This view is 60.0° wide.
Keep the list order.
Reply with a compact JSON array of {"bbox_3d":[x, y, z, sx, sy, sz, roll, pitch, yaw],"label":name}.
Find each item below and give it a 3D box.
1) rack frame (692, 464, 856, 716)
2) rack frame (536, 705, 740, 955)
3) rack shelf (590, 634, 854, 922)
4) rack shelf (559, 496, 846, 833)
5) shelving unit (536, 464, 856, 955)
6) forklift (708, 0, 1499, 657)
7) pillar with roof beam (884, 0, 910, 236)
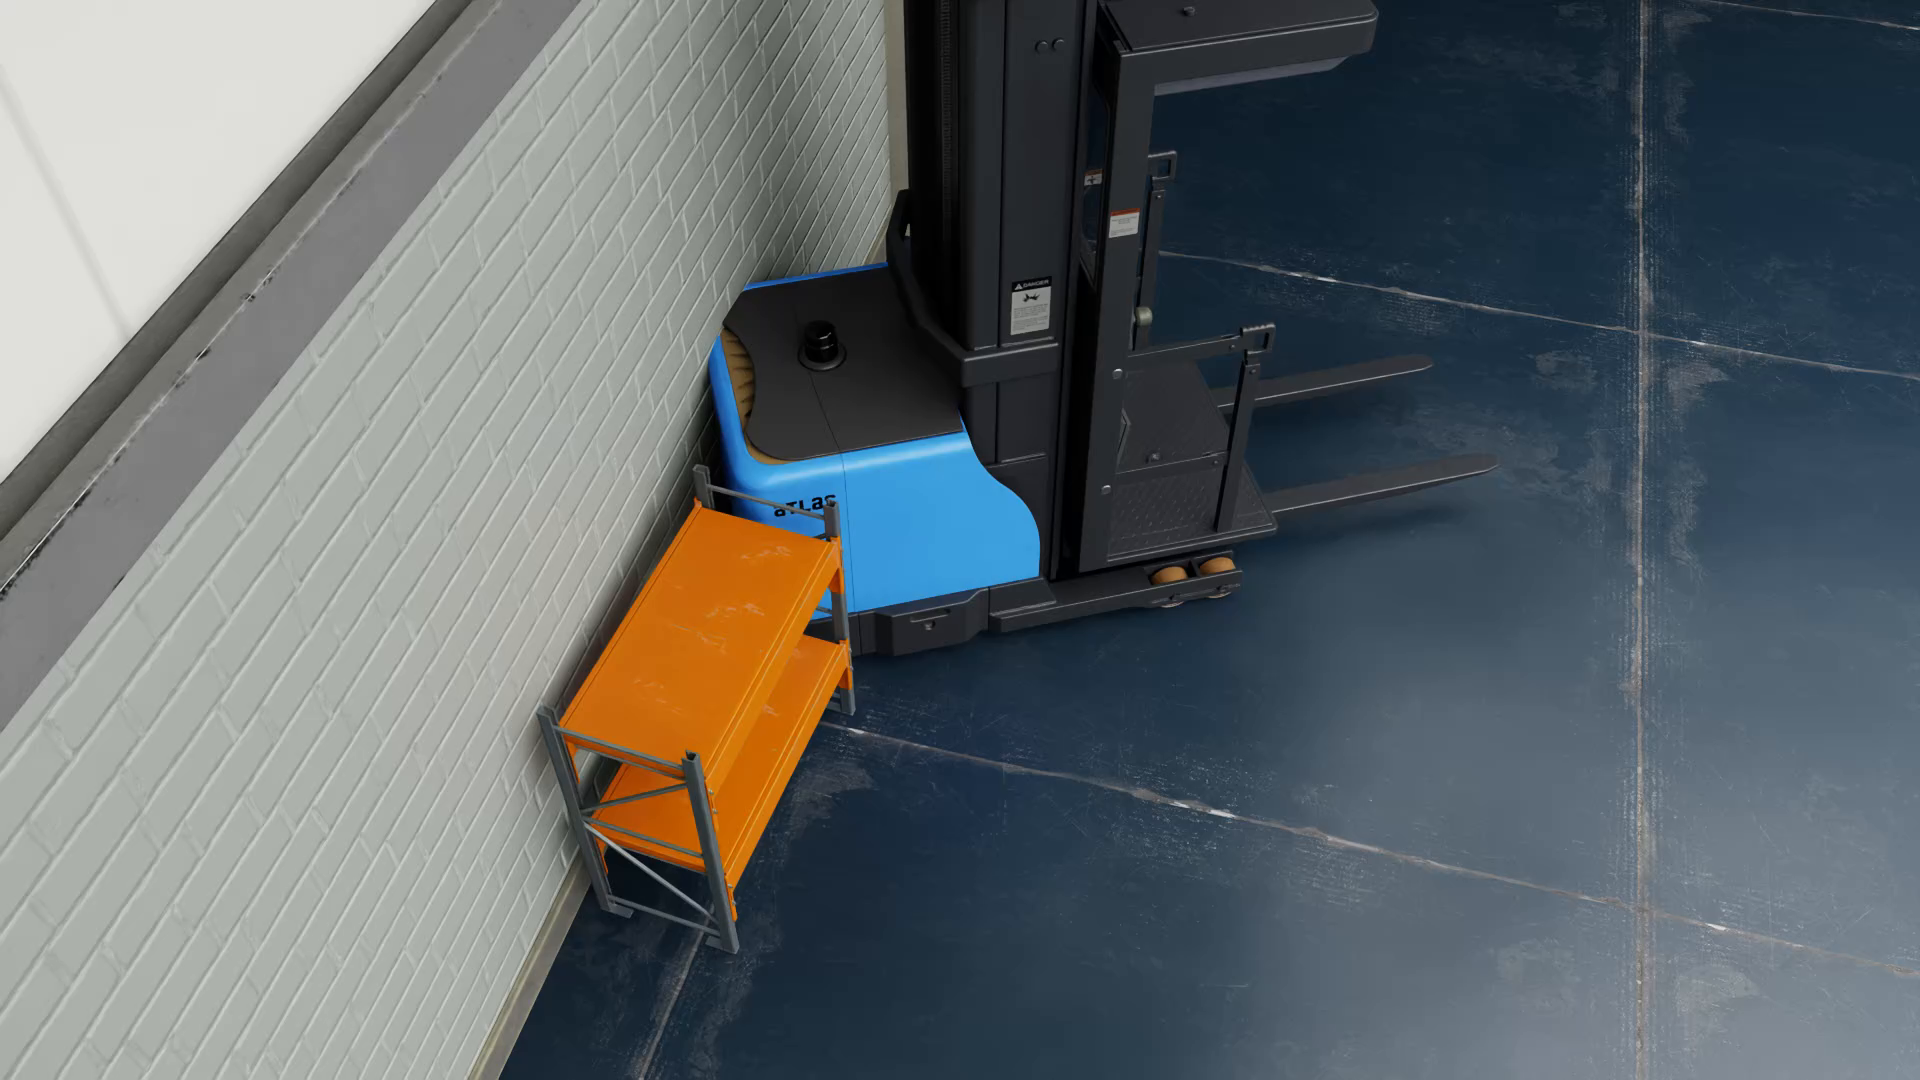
[{"bbox_3d":[-0.625,0.199,5.743,0.500,1.125,0.032,15,50,13],"label":"rack frame"},{"bbox_3d":[-0.967,0.917,5.110,0.500,1.125,0.032,15,50,13],"label":"rack frame"},{"bbox_3d":[-0.796,0.720,5.610,0.538,0.278,1.000,15,50,13],"label":"rack shelf"},{"bbox_3d":[-0.796,0.364,5.207,0.538,0.278,1.000,15,50,13],"label":"rack shelf"},{"bbox_3d":[-0.796,0.558,5.426,0.538,1.125,1.048,15,50,13],"label":"shelving unit"},{"bbox_3d":[0.604,-1.085,5.671,3.031,2.935,1.130,-11,49,-9],"label":"forklift"},{"bbox_3d":[4.022,-3.713,3.944,9.100,9.000,0.400,12,50,10],"label":"pillar with roof beam"}]
